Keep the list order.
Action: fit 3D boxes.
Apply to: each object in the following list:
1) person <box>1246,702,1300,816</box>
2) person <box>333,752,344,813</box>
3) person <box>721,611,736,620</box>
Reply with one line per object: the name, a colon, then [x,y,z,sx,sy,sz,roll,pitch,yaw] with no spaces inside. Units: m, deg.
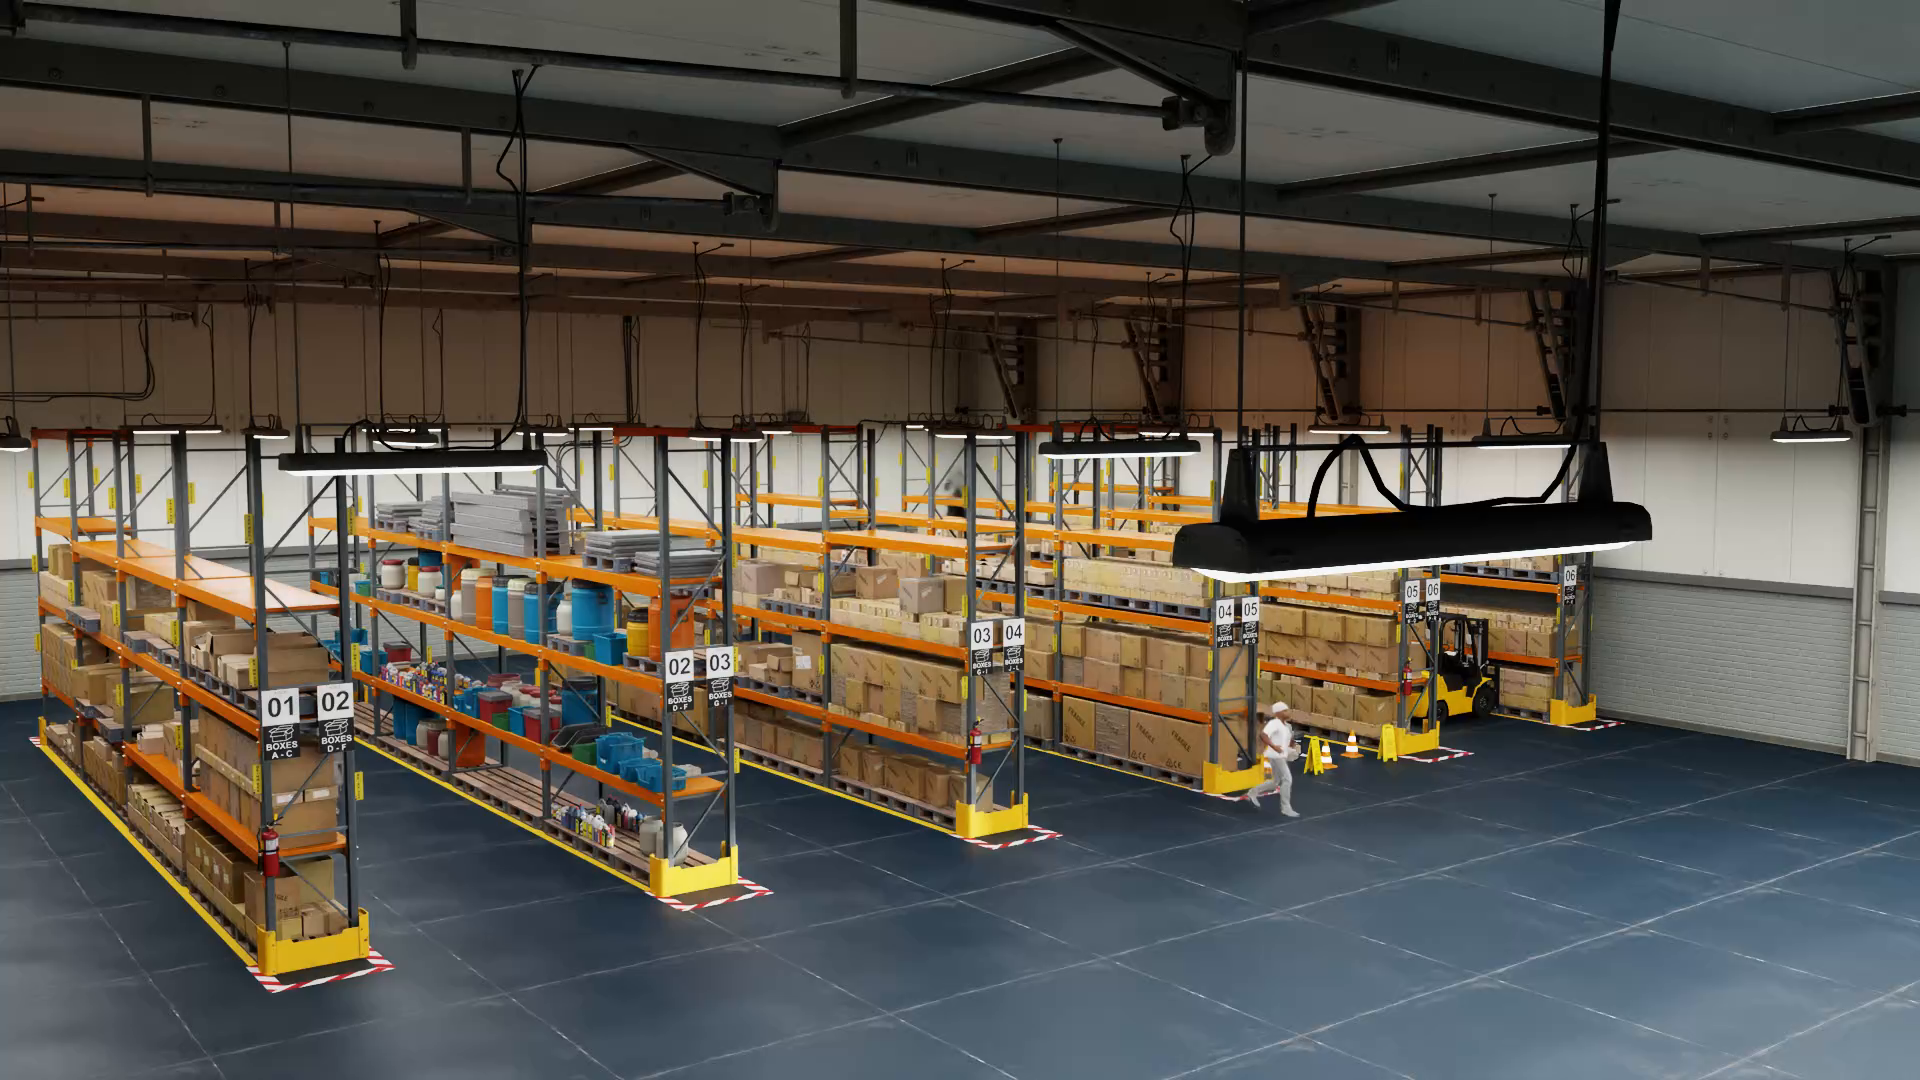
person: [4.978,3.422,26.197,0.876,1.750,0.743,2,5,25]
person: [-9.722,3.505,26.011,0.563,1.567,0.519,4,6,44]
person: [-5.714,2.245,41.319,0.670,1.734,0.680,-4,6,-43]
